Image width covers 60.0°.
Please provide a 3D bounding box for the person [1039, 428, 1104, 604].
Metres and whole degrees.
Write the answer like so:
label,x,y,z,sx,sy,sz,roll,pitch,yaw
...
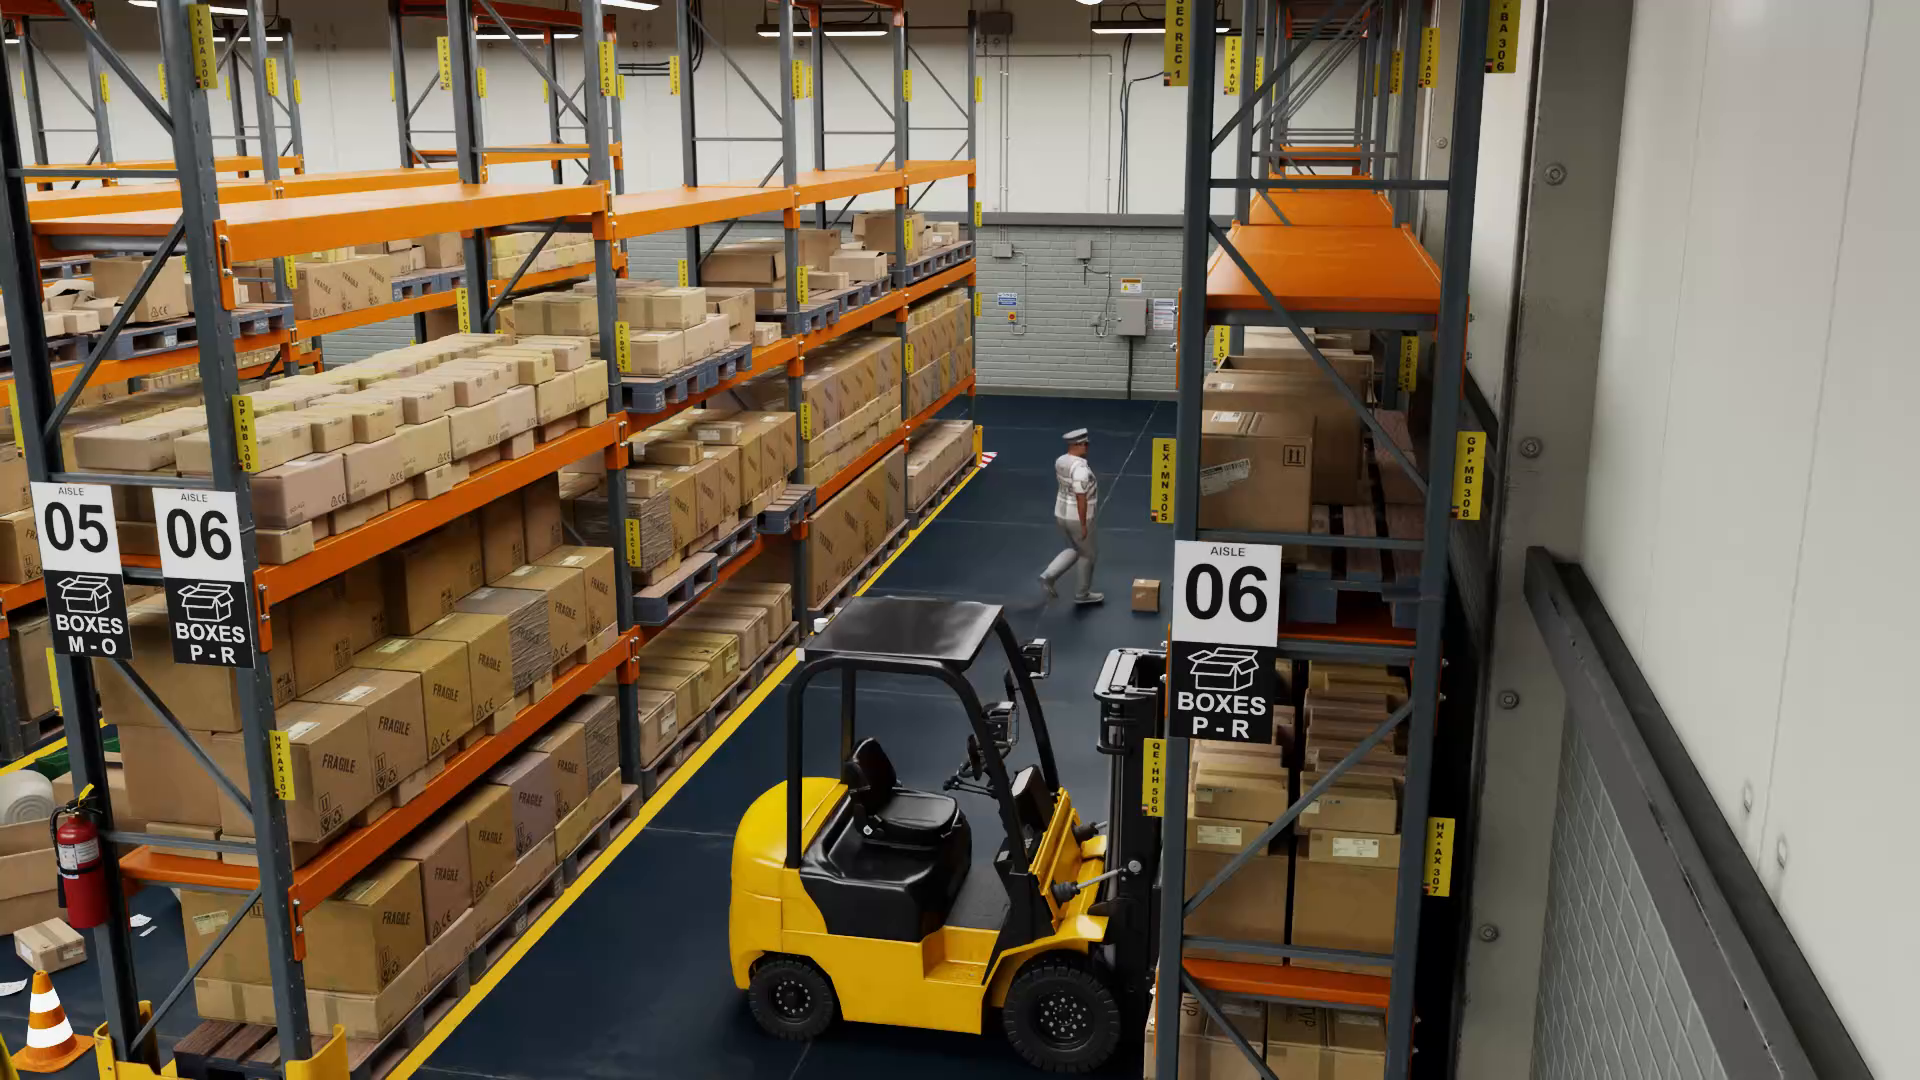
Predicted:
label,x,y,z,sx,sy,sz,roll,pitch,yaw
person,1.134,-0.230,16.279,0.623,1.745,0.536,-6,16,-23
